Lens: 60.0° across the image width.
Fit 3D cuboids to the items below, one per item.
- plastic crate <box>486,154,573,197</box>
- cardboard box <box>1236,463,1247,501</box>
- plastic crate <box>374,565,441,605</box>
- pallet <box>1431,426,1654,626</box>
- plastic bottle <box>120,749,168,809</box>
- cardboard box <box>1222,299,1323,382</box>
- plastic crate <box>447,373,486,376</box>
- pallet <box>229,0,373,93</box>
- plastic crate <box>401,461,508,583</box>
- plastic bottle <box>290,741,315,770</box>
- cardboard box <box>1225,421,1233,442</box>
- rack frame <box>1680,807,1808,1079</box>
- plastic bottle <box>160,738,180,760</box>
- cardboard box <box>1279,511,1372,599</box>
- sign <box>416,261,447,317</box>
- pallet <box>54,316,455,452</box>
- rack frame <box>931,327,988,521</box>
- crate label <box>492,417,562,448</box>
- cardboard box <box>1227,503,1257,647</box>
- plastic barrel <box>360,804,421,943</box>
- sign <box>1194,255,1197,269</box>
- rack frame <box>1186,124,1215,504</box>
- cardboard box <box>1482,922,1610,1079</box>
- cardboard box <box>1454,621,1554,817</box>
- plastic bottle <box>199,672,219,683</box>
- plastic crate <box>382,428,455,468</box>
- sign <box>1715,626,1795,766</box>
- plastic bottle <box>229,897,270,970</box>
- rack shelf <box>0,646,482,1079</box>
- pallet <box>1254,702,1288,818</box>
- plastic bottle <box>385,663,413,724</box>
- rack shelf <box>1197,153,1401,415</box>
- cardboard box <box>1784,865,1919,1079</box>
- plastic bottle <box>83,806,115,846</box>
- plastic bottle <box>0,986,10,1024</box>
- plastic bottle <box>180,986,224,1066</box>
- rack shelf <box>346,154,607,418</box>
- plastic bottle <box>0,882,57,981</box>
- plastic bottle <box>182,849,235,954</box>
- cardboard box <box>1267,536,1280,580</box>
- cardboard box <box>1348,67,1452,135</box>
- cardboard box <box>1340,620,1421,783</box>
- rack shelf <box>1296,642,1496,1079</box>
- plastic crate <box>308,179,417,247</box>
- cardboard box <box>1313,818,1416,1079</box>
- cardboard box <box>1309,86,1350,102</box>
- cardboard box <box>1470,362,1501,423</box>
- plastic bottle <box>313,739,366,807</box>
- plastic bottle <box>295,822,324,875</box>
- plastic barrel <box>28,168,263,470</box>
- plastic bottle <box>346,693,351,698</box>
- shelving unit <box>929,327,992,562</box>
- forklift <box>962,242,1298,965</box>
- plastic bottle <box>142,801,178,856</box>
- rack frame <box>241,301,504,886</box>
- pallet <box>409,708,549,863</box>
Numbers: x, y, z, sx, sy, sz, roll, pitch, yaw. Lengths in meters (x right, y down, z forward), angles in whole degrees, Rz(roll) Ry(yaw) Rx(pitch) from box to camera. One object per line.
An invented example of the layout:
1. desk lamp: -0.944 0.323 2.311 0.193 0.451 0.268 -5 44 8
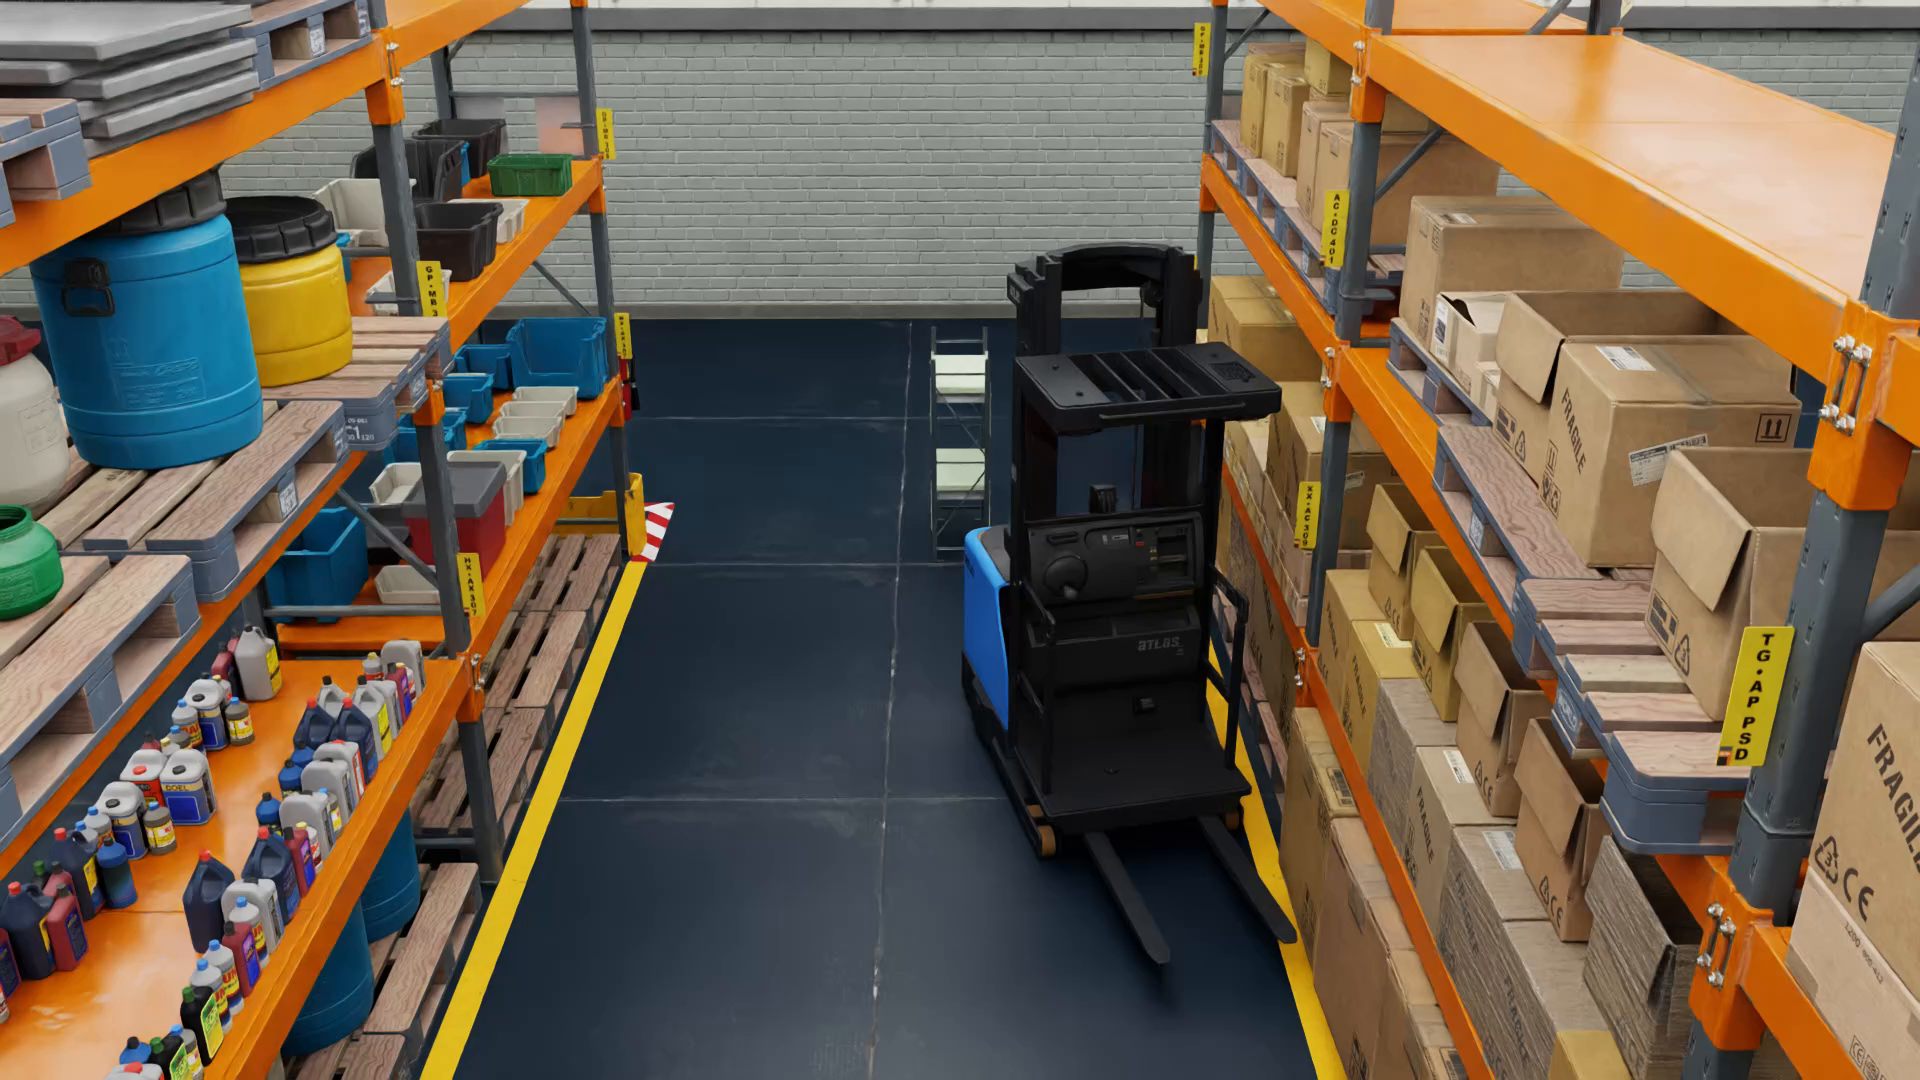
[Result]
1. plastic crate: -2.558 -2.176 9.923 0.450 0.188 0.336 0 24 -1
2. cardboard box: 1.795 -0.330 9.527 0.380 0.149 0.250 0 24 0
3. plastic crate: -2.673 0.237 8.216 0.396 0.136 0.243 0 24 -1
4. pallet: 2.110 -0.044 5.179 1.003 0.211 1.213 1 24 2
5. plastic bottle: -3.176 0.967 6.505 0.152 0.276 0.135 0 24 -1
6. cardboard box: 1.851 -1.124 9.890 0.500 0.500 0.500 -1 24 -2
7. plastic crate: -3.260 -0.983 10.913 0.250 0.136 0.298 0 24 -1
8. pallet: -2.771 -1.787 5.880 1.003 0.211 1.213 0 24 -1
9. plastic crate: -2.570 -0.089 8.539 0.402 0.464 0.583 0 24 -1
10. plastic bottle: -2.598 0.923 6.609 0.097 0.271 0.097 0 24 0
11. cardboard box: 1.848 -0.781 10.040 0.500 0.250 0.500 -1 24 -2
12. rack frame: 2.186 1.963 4.153 1.000 3.000 0.127 0 24 -1
13. plastic bottle: -3.207 0.899 6.747 0.097 0.201 0.097 0 24 0
14. cardboard box: 1.875 0.067 8.167 0.500 0.250 0.500 -1 24 -2
15. sign: -2.261 -1.036 7.132 0.100 0.325 0.005 0 24 -1
16. pallet: -2.704 -0.621 6.456 1.213 0.211 1.003 0 24 -1
17. rack frame: -0.004 -0.831 12.152 0.400 1.500 0.023 0 24 -1
18. crate label: -2.648 -0.649 10.176 0.396 0.136 0.243 0 24 -1
19. cardboard box: 2.195 0.081 10.382 0.875 0.875 0.875 0 24 -1
20. plastic barrel: -2.822 1.326 7.598 0.600 0.901 0.708 0 24 -1
21. sign: 1.543 -1.764 11.247 0.100 0.325 0.005 0 24 -1
22. rack frame: 2.098 -1.334 11.442 1.000 3.000 0.127 0 24 -1
23. cardboard box: 1.933 1.510 5.034 0.500 0.500 0.500 0 24 -1
24. cardboard box: 2.176 0.614 5.797 0.797 0.503 0.637 1 24 1
25. plastic bottle: -3.211 0.691 7.121 0.097 0.271 0.097 0 24 0
26. plastic crate: -3.163 -0.493 9.714 0.416 0.233 0.300 0 24 -1
27. sign: 1.631 0.324 3.414 0.100 0.325 0.005 0 24 -1
28. plastic bottle: -2.435 1.340 5.686 0.097 0.271 0.097 0 24 0
29. rack shelf: -2.789 1.489 6.075 1.077 0.370 4.000 0 24 -1
30. pallet: 2.212 1.271 9.066 1.003 0.211 1.213 0 24 -1
31. plastic bottle: -2.435 0.646 7.206 0.061 0.283 0.133 0 24 -1
32. rack shelf: 2.120 -1.548 9.150 1.077 0.370 4.000 0 24 -1
33. cardboard box: 1.936 0.859 3.135 0.500 0.250 0.500 0 24 0
34. plastic bottle: -3.200 1.113 6.189 0.097 0.271 0.097 0 24 0
35. plastic bottle: -3.191 1.487 5.446 0.097 0.201 0.097 0 24 0
36. plastic bottle: -2.412 1.517 5.280 0.061 0.283 0.133 0 24 -1
37. rack shelf: -2.832 -1.526 9.101 1.077 0.370 4.000 0 24 -1
38. plastic bottle: -3.171 1.306 5.665 0.144 0.351 0.185 0 24 -1
39. plastic bottle: -2.612 1.247 5.797 0.144 0.351 0.185 0 24 -1
40. cardboard box: 1.806 0.093 8.592 0.380 0.149 0.250 -1 24 -1
41. cardboard box: 2.138 -2.064 7.754 0.500 0.250 0.500 -2 24 -4
42. cardboard box: 1.904 0.667 6.897 0.500 0.500 0.500 0 24 0
43. rack shelf: 2.164 1.467 6.124 1.077 0.370 4.000 0 24 -1
44. plastic crate: -3.139 -1.709 8.777 0.437 0.282 0.530 0 24 -1
45. cardboard box: 2.180 1.723 6.752 1.225 0.875 0.875 -1 24 -2
46. cardboard box: 2.208 -2.094 8.732 0.700 0.500 0.500 1 24 2
47. cardboard box: 2.008 -0.515 5.787 0.380 0.149 0.250 -1 24 -3
48. plastic bottle: -2.474 0.913 6.626 0.152 0.276 0.135 0 24 -1
49. plastic bottle: -2.441 1.145 6.202 0.097 0.201 0.097 0 24 0
50. plastic barrel: -2.639 -0.747 5.387 0.600 0.901 0.708 0 24 -1
51. plastic bottle: -2.604 0.747 7.082 0.097 0.201 0.097 0 24 0
52. shelving unit: 0.000 -0.681 11.818 0.431 1.500 0.755 0 24 -1
53. forklift: 0.854 0.119 8.314 1.130 2.935 3.031 -6 25 -12
54. plastic bottle: -3.049 1.089 6.327 0.097 0.201 0.097 0 24 0
55. rack frame: -2.811 0.337 7.748 1.000 3.000 0.127 0 24 -1
56. pallet: -2.857 1.305 8.993 1.003 0.211 1.213 0 24 -1
